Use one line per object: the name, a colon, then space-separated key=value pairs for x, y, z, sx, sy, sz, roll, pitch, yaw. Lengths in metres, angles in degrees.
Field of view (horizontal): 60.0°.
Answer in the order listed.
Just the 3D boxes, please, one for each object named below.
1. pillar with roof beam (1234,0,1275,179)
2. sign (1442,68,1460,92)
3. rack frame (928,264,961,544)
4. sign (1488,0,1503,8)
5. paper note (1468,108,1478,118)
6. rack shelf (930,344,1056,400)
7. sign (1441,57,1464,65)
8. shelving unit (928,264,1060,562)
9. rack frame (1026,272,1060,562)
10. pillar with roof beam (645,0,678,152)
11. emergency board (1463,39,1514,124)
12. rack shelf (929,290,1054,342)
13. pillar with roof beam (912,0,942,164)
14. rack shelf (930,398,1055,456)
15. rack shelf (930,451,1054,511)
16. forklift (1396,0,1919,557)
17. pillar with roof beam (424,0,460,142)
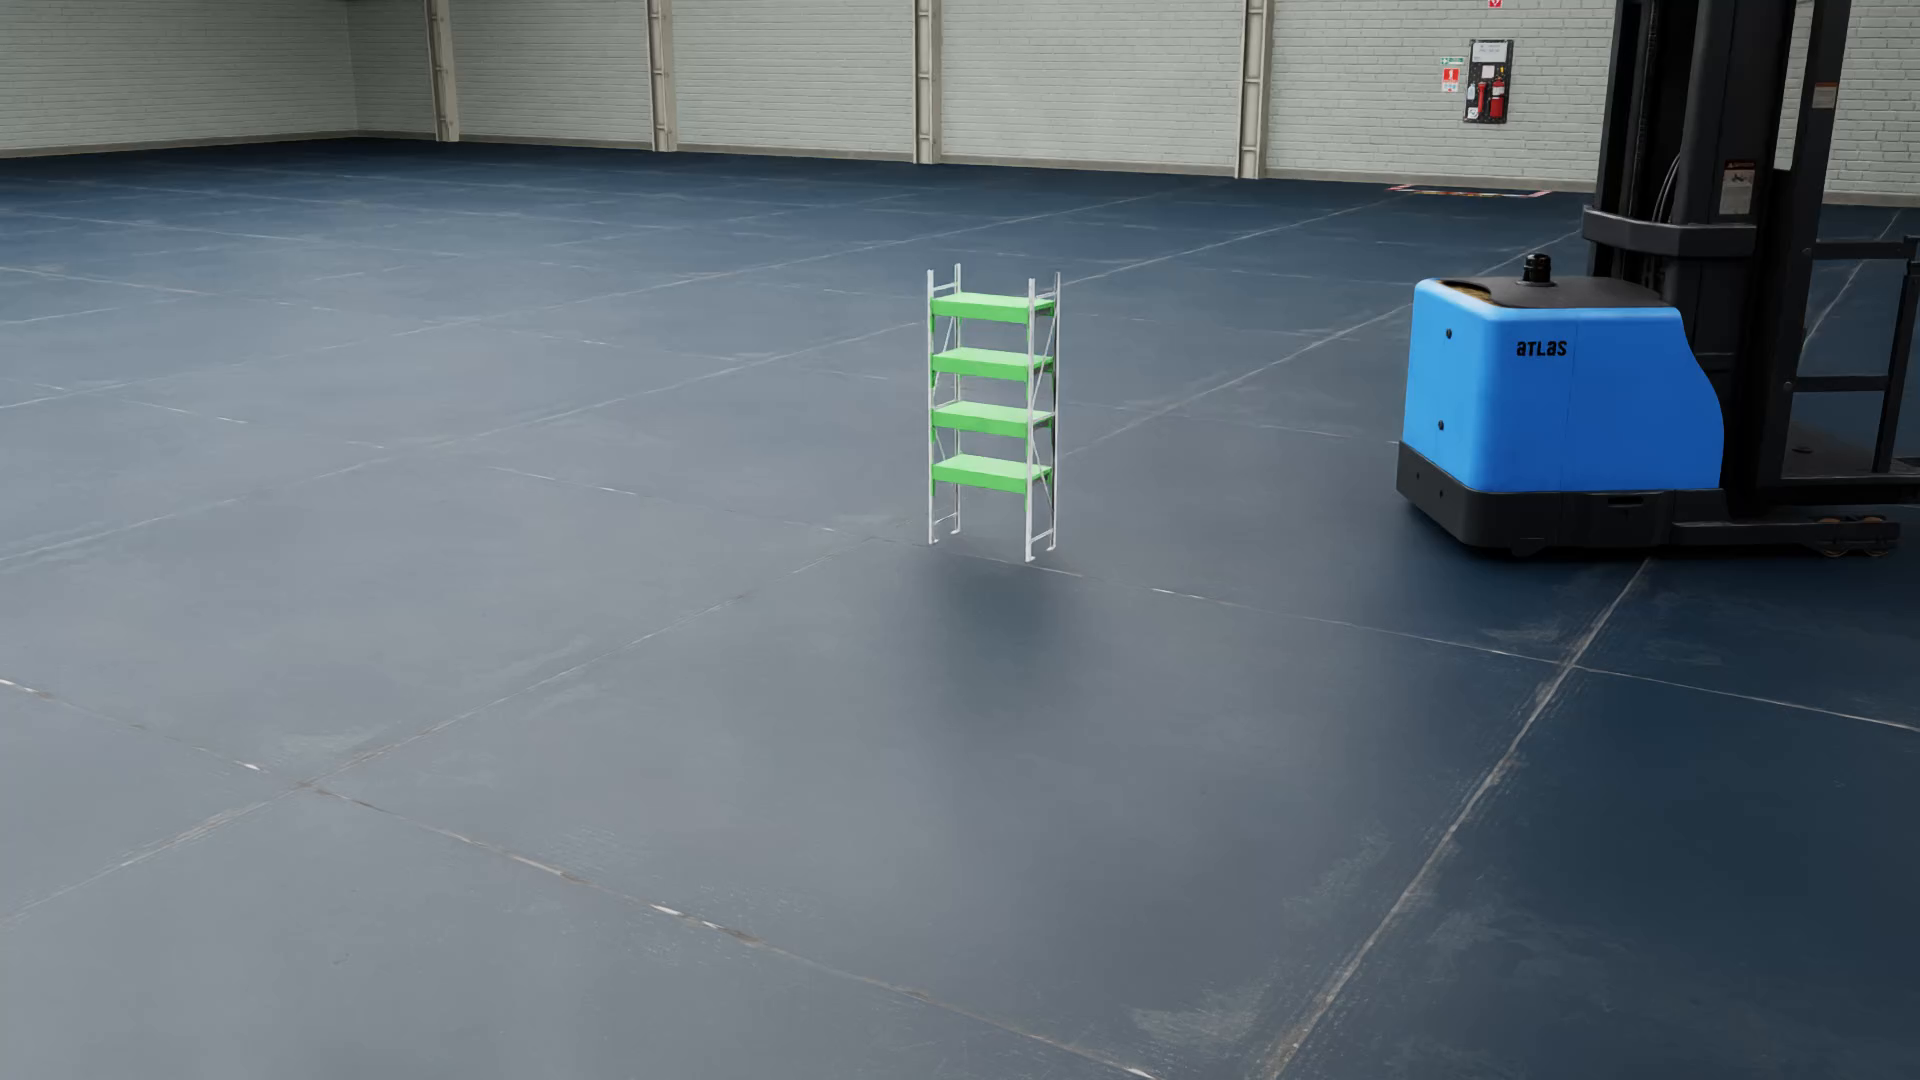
pillar with roof beam: x=2.291 y=-8.914 z=21.244 sx=0.400 sy=9.000 sz=9.100 roll=10 pitch=20 yaw=30
sign: x=7.154 y=-6.709 z=24.245 sx=0.234 sy=0.329 sz=0.001 roll=10 pitch=20 yaw=30
rack frame: x=-0.067 y=-0.586 z=7.246 sx=0.015 sy=1.200 sz=0.240 roll=10 pitch=20 yaw=30
sign: x=7.616 y=-7.717 z=23.638 sx=0.199 sy=0.298 sz=0.001 roll=10 pitch=20 yaw=30
paper note: x=7.456 y=-6.205 z=24.163 sx=0.142 sy=0.148 sz=0.016 roll=10 pitch=20 yaw=30
rack shelf: x=0.141 y=-0.717 z=7.073 sx=0.480 sy=0.148 sz=0.258 roll=10 pitch=20 yaw=30
sign: x=7.153 y=-6.960 z=24.159 sx=0.331 sy=0.109 sz=0.001 roll=10 pitch=20 yaw=30
shelving unit: x=0.141 y=-0.549 z=7.124 sx=0.503 sy=1.200 sz=0.258 roll=10 pitch=20 yaw=30
rack frame: x=0.349 y=-0.512 z=7.002 sx=0.015 sy=1.200 sz=0.240 roll=10 pitch=20 yaw=30
pillar with roof beam: x=-7.934 y=-10.739 z=27.253 sx=0.400 sy=9.000 sz=9.100 roll=10 pitch=20 yaw=30
emergency board: x=7.571 y=-6.582 z=23.890 sx=0.643 sy=1.169 sz=0.194 roll=10 pitch=20 yaw=30
rack shelf: x=0.141 y=-0.947 z=7.003 sx=0.480 sy=0.148 sz=0.258 roll=10 pitch=20 yaw=30
pillar with roof beam: x=-2.822 y=-9.826 z=24.248 sx=0.400 sy=9.000 sz=9.100 roll=10 pitch=20 yaw=30
rack shelf: x=0.141 y=-0.488 z=7.142 sx=0.480 sy=0.148 sz=0.258 roll=10 pitch=20 yaw=30
rack shelf: x=0.141 y=-0.258 z=7.212 sx=0.480 sy=0.148 sz=0.258 roll=10 pitch=20 yaw=30
forklift: x=3.620 y=-1.481 z=7.215 sx=3.031 sy=2.935 sz=1.130 roll=-1 pitch=17 yaw=-4
pillar with roof beam: x=-13.047 y=-11.652 z=30.257 sx=0.400 sy=9.000 sz=9.100 roll=10 pitch=20 yaw=30
